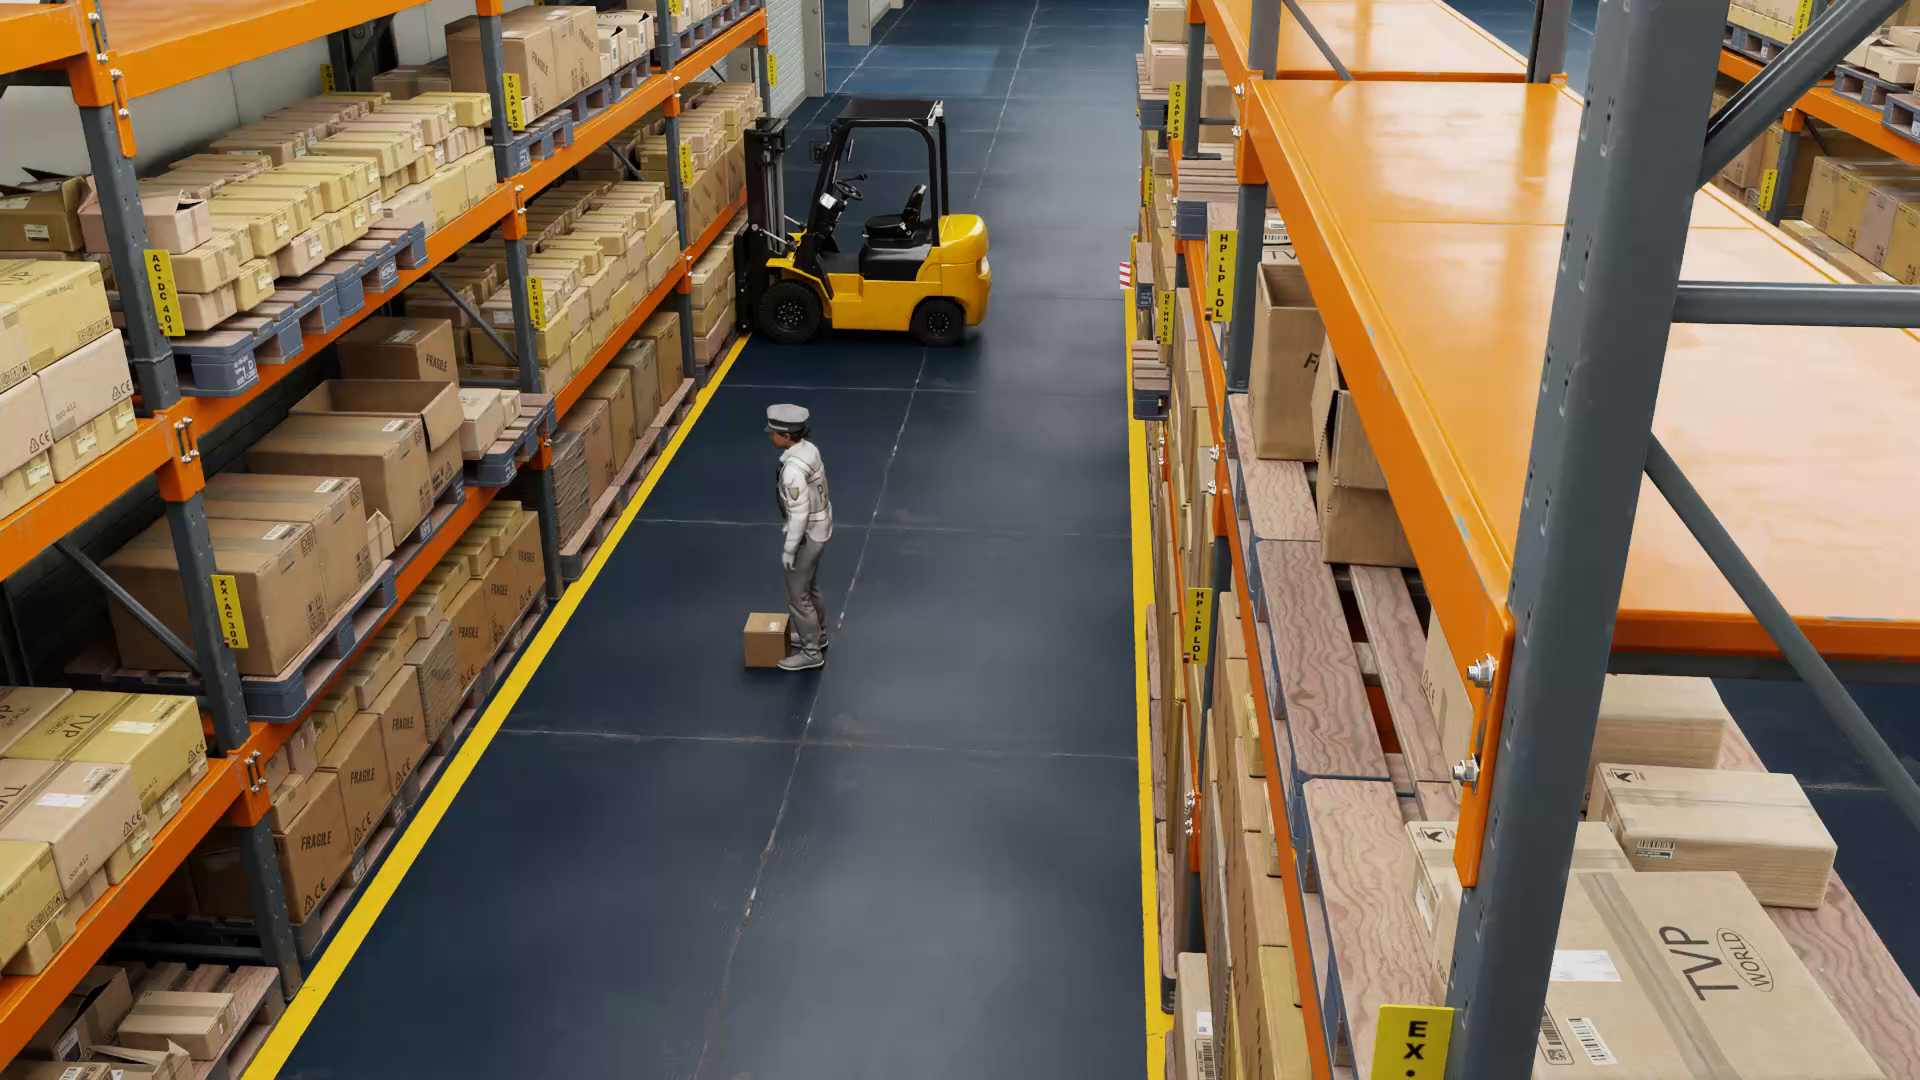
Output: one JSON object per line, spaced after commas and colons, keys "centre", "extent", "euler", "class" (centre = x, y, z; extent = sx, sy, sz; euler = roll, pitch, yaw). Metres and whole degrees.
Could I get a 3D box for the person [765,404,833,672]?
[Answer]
{"centre": [-0.954, -0.017, 10.023], "extent": [0.371, 1.664, 0.529], "euler": [2, 25, 4], "class": "person"}
